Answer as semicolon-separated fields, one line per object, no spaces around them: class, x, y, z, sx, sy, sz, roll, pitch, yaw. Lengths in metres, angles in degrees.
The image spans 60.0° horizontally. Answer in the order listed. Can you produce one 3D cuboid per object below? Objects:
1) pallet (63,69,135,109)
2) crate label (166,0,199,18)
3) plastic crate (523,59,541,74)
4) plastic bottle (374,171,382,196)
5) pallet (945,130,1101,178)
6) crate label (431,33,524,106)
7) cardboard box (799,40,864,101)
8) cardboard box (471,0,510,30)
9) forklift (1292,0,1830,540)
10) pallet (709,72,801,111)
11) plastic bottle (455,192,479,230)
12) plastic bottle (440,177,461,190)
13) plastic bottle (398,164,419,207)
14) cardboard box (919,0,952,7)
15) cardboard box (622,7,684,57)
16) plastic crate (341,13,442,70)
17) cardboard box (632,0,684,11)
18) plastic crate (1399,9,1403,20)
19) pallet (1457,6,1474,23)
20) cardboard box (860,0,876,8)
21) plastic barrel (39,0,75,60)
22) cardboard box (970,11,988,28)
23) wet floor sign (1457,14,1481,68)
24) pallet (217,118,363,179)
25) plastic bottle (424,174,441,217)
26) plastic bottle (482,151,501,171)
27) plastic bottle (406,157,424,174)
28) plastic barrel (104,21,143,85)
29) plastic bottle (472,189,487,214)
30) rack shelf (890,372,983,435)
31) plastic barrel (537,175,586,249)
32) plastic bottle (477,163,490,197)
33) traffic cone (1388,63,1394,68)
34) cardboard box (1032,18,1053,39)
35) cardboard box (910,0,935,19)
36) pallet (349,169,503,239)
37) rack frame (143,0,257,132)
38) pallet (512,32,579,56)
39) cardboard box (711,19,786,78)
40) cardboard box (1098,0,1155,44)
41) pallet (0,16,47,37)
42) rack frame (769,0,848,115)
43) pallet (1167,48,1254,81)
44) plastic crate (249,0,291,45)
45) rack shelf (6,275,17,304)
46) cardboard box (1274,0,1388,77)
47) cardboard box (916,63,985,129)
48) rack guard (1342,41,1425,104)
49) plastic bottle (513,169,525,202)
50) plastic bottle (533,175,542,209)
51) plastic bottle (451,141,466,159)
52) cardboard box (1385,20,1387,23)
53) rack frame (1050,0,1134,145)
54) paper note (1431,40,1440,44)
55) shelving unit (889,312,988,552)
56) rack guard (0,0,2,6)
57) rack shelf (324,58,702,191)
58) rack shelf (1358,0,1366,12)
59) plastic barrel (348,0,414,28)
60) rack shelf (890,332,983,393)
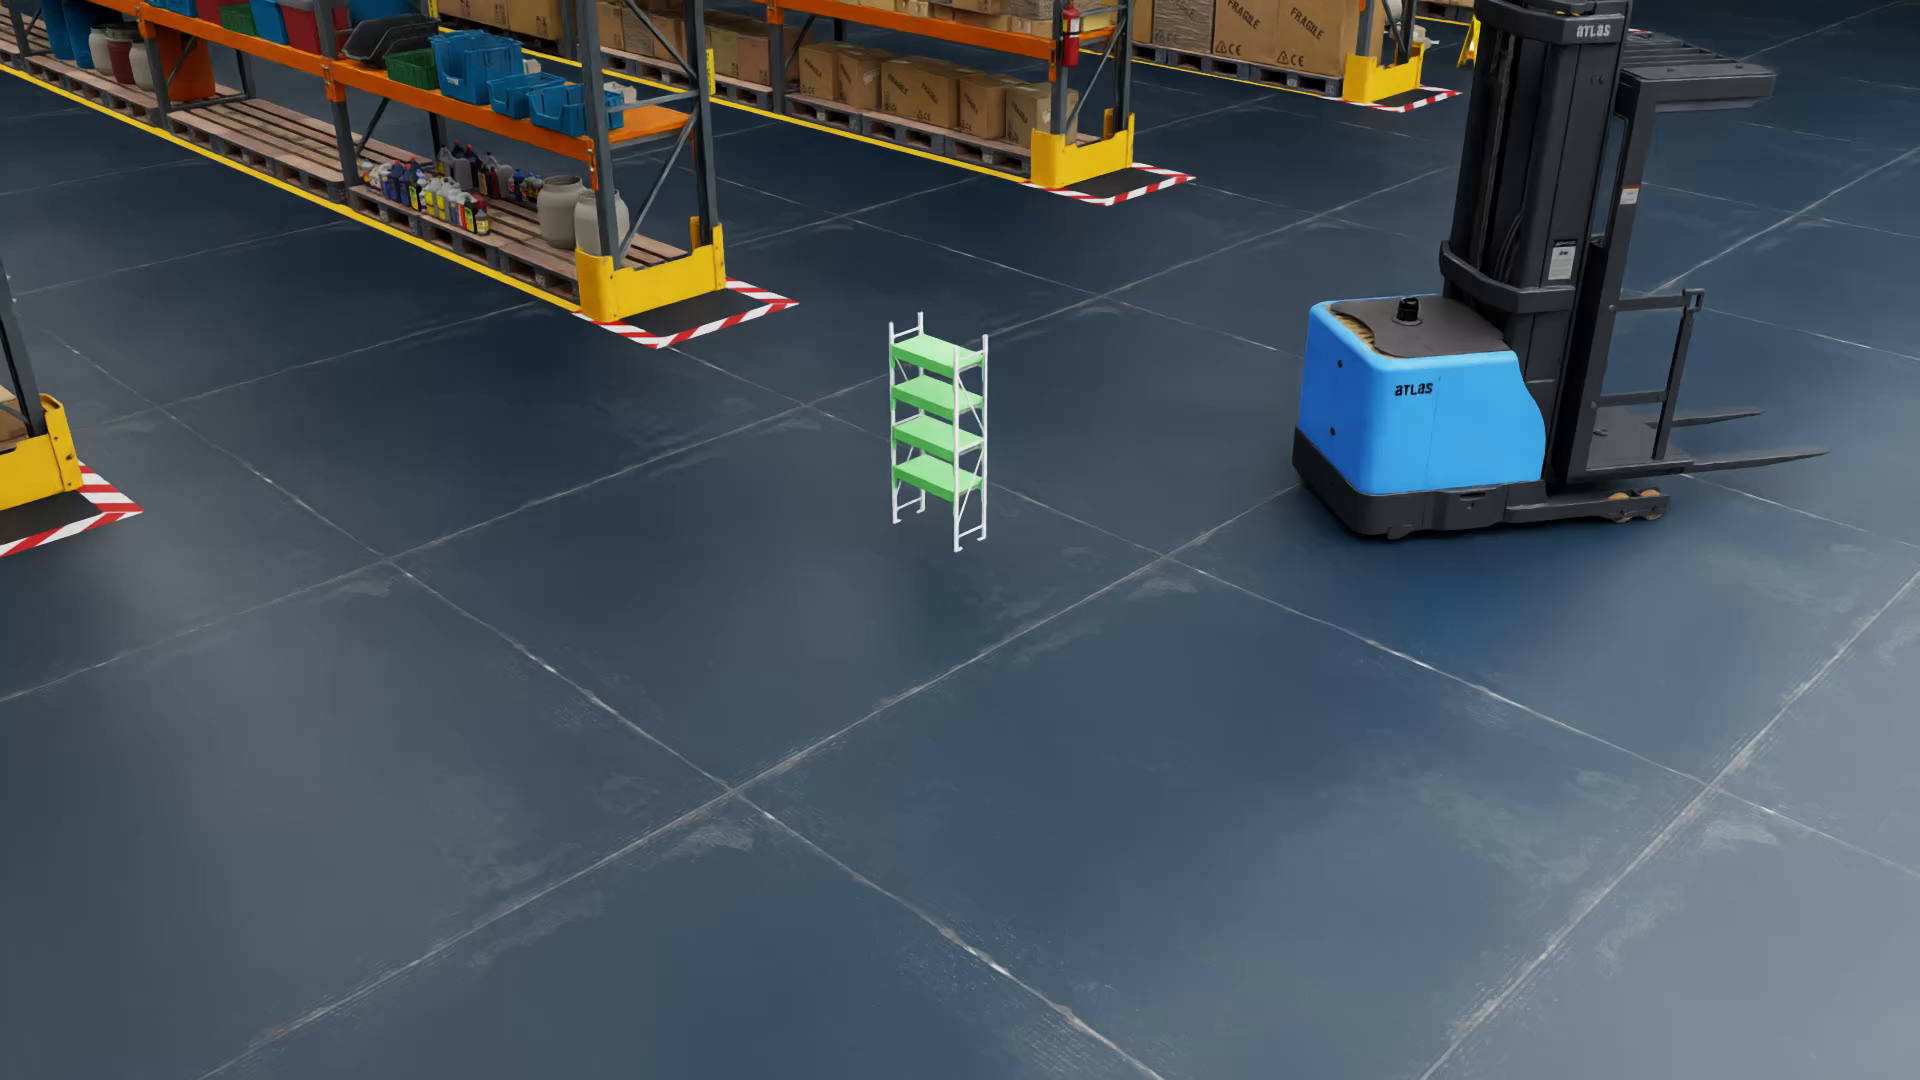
pallet;-9.412;-5.181;18.876;1.213;0.211;1.003;25;36;38
crate label;-7.436;-5.375;16.212;0.616;0.435;0.502;25;36;38
plastic crate;-3.767;-3.906;13.739;0.437;0.136;0.530;25;36;38
plastic bottle;-5.038;-3.109;14.473;0.097;0.201;0.097;0;28;0
pallet;0.614;-3.874;16.391;1.213;0.211;1.003;25;36;38
crate label;-3.752;-3.690;13.006;0.616;0.435;0.502;25;36;38
cardboard box;-1.373;-5.048;17.862;0.500;0.500;0.500;23;36;37
cardboard box;-5.590;-7.188;21.529;0.875;0.875;1.225;25;36;39
forklift;3.559;-1.632;9.204;3.031;2.935;1.130;-5;28;-10
pallet;-2.186;-5.131;18.782;1.213;0.211;1.003;25;36;38
plastic bottle;-4.028;-2.698;13.611;0.135;0.276;0.152;25;37;39
plastic bottle;-4.294;-2.914;14.022;0.135;0.276;0.152;25;36;38
plastic bottle;-4.683;-3.028;14.159;0.185;0.351;0.144;23;35;36
cardboard box;0.082;-5.472;16.007;0.500;0.500;0.875;25;36;38
cardboard box;-3.586;-6.117;19.873;0.500;0.500;0.700;21;34;34
plastic crate;-4.818;-4.228;14.134;0.504;0.338;0.767;25;36;38
cardboard box;-3.598;-6.459;19.718;0.500;0.250;0.500;-21;34;-34
plastic crate;5.862;-7.324;23.093;0.583;0.080;0.402;12;30;22
pallet;7.561;-7.163;22.646;1.213;0.211;1.003;25;36;38
cardboard box;-0.779;-5.431;16.626;0.250;0.149;0.380;25;36;38
plastic barrel;-10.431;-6.153;19.532;0.708;0.901;0.600;25;36;38
cardboard box;0.315;-4.953;15.717;0.250;0.149;0.380;25;36;38
wet floor sign;6.180;-6.026;20.016;0.232;0.644;0.267;18;33;30
pallet;-6.564;-3.876;16.394;1.213;0.211;1.003;25;36;38
plastic bottle;-4.380;-2.889;13.895;0.185;0.351;0.144;24;36;38
plastic bottle;-4.074;-3.208;14.502;0.185;0.351;0.144;24;36;38
plastic bottle;-4.717;-3.137;14.367;0.185;0.351;0.144;25;36;38
plastic barrel;-9.121;-5.415;18.464;0.708;0.588;0.600;25;36;38
plastic bottle;-3.953;-2.736;13.677;0.133;0.283;0.061;25;36;38
rack shelf;-0.118;-0.741;8.992;0.480;0.148;0.258;25;36;38
plastic barrel;-3.131;-2.601;13.195;0.421;0.512;0.421;0;28;0
plastic bottle;-4.128;-3.136;14.437;0.133;0.283;0.061;25;36;38
traffic cone;5.389;-5.942;20.053;0.334;0.463;0.336;25;36;38
cardboard box;0.874;-4.720;15.274;0.250;0.149;0.380;25;36;38
cardboard box;-0.269;-5.175;16.138;0.250;0.149;0.380;25;36;38
pallet;-4.653;-3.001;14.731;1.213;0.211;1.003;25;36;38
rack frame;-7.955;-5.774;17.007;0.127;3.000;1.000;25;36;38
pallet;-4.992;-6.465;21.319;1.213;0.211;1.003;25;36;38
cardboard box;-2.380;-5.570;18.833;0.500;0.500;0.700;24;36;38
cardboard box;2.319;-6.742;20.681;0.875;0.875;0.875;-25;36;-38
pallet;-12.233;-6.470;21.327;1.213;0.211;1.003;25;36;38
rack frame;-1.630;-6.112;17.651;0.127;3.000;1.000;25;36;38
pallet;3.281;-5.819;20.089;1.213;0.211;1.003;25;36;38
plastic crate;-6.107;-4.718;15.017;0.575;0.384;0.392;25;36;38
rack shelf;-7.152;-1.855;10.327;4.000;0.370;1.077;25;36;38
cardboard box;4.242;-5.865;19.012;0.875;0.875;0.875;25;37;39
cardboard box;-0.095;-4.490;16.801;0.500;0.500;0.500;-21;34;-35
rack guard;4.789;-5.306;18.803;0.348;0.500;1.175;25;36;38
plastic bottle;-3.785;-3.056;14.298;0.097;0.271;0.097;0;28;0
plastic bottle;-3.569;-2.957;14.110;0.097;0.271;0.097;0;28;0
plastic bottle;-4.441;-3.376;14.821;0.185;0.351;0.144;23;36;37
cardboard box;5.143;-6.724;21.497;0.637;0.503;0.797;2;28;4
rack frame;1.222;-4.807;15.169;0.127;3.000;1.000;25;36;38
paper note;6.100;-6.430;21.445;0.142;0.019;0.148;12;30;22
shelving unit;-0.118;-0.585;9.073;0.503;1.200;0.258;25;36;38
rack guard;-13.686;-7.281;22.560;0.348;0.500;1.175;25;36;38
rack shelf;-3.676;-3.497;13.451;4.000;0.370;1.077;25;36;38
rack shelf;3.346;-6.754;19.645;4.000;0.370;1.077;25;36;38
plastic barrel;-5.166;-4.917;14.839;0.708;0.901;0.600;25;36;38
rack shelf;-0.118;-0.953;8.880;0.480;0.148;0.258;25;36;38
